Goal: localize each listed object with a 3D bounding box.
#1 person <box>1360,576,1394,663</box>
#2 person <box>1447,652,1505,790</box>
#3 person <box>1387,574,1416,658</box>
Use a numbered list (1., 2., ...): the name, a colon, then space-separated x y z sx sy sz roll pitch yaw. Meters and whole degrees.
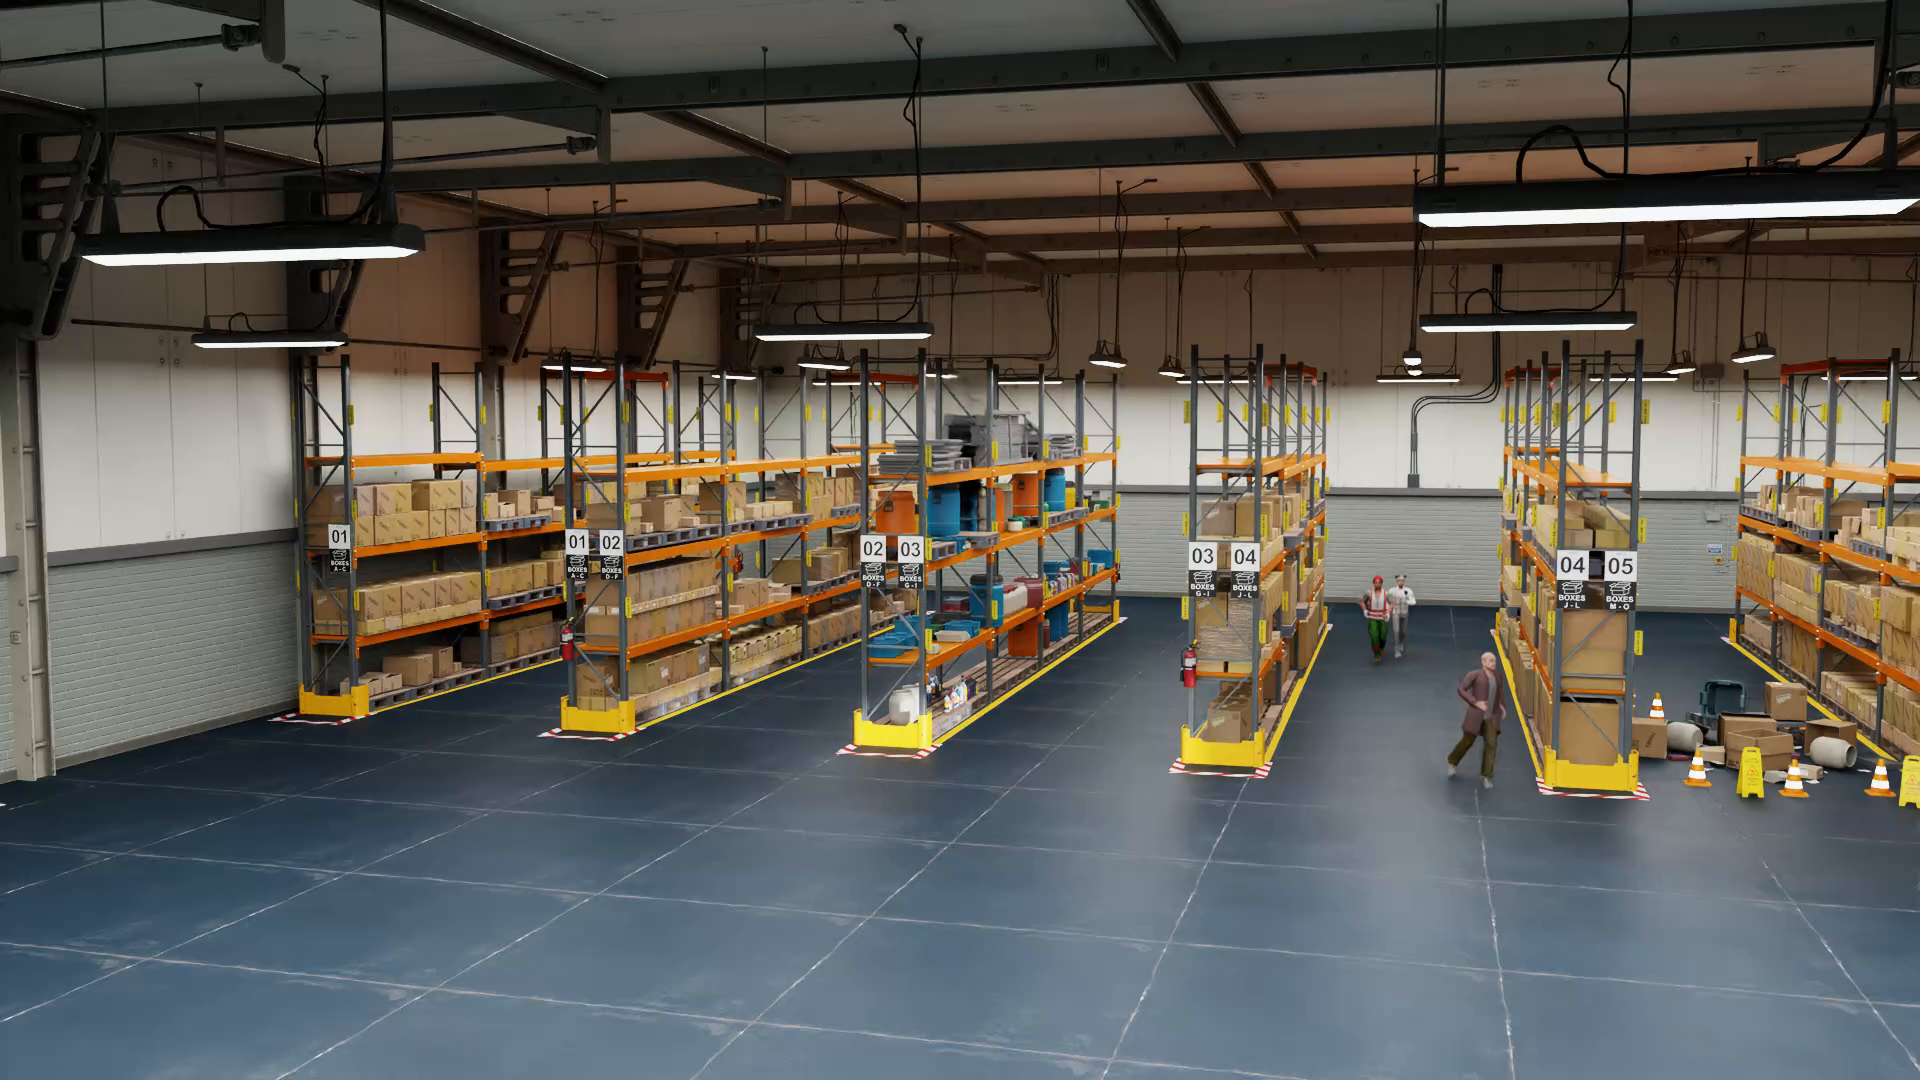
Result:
1. person: 8.466 1.594 33.801 0.666 1.751 0.596 1 4 14
2. person: 7.139 2.428 22.640 0.763 1.780 0.995 -1 4 -11
3. person: 9.136 1.544 34.542 0.589 1.693 0.930 1 4 8
